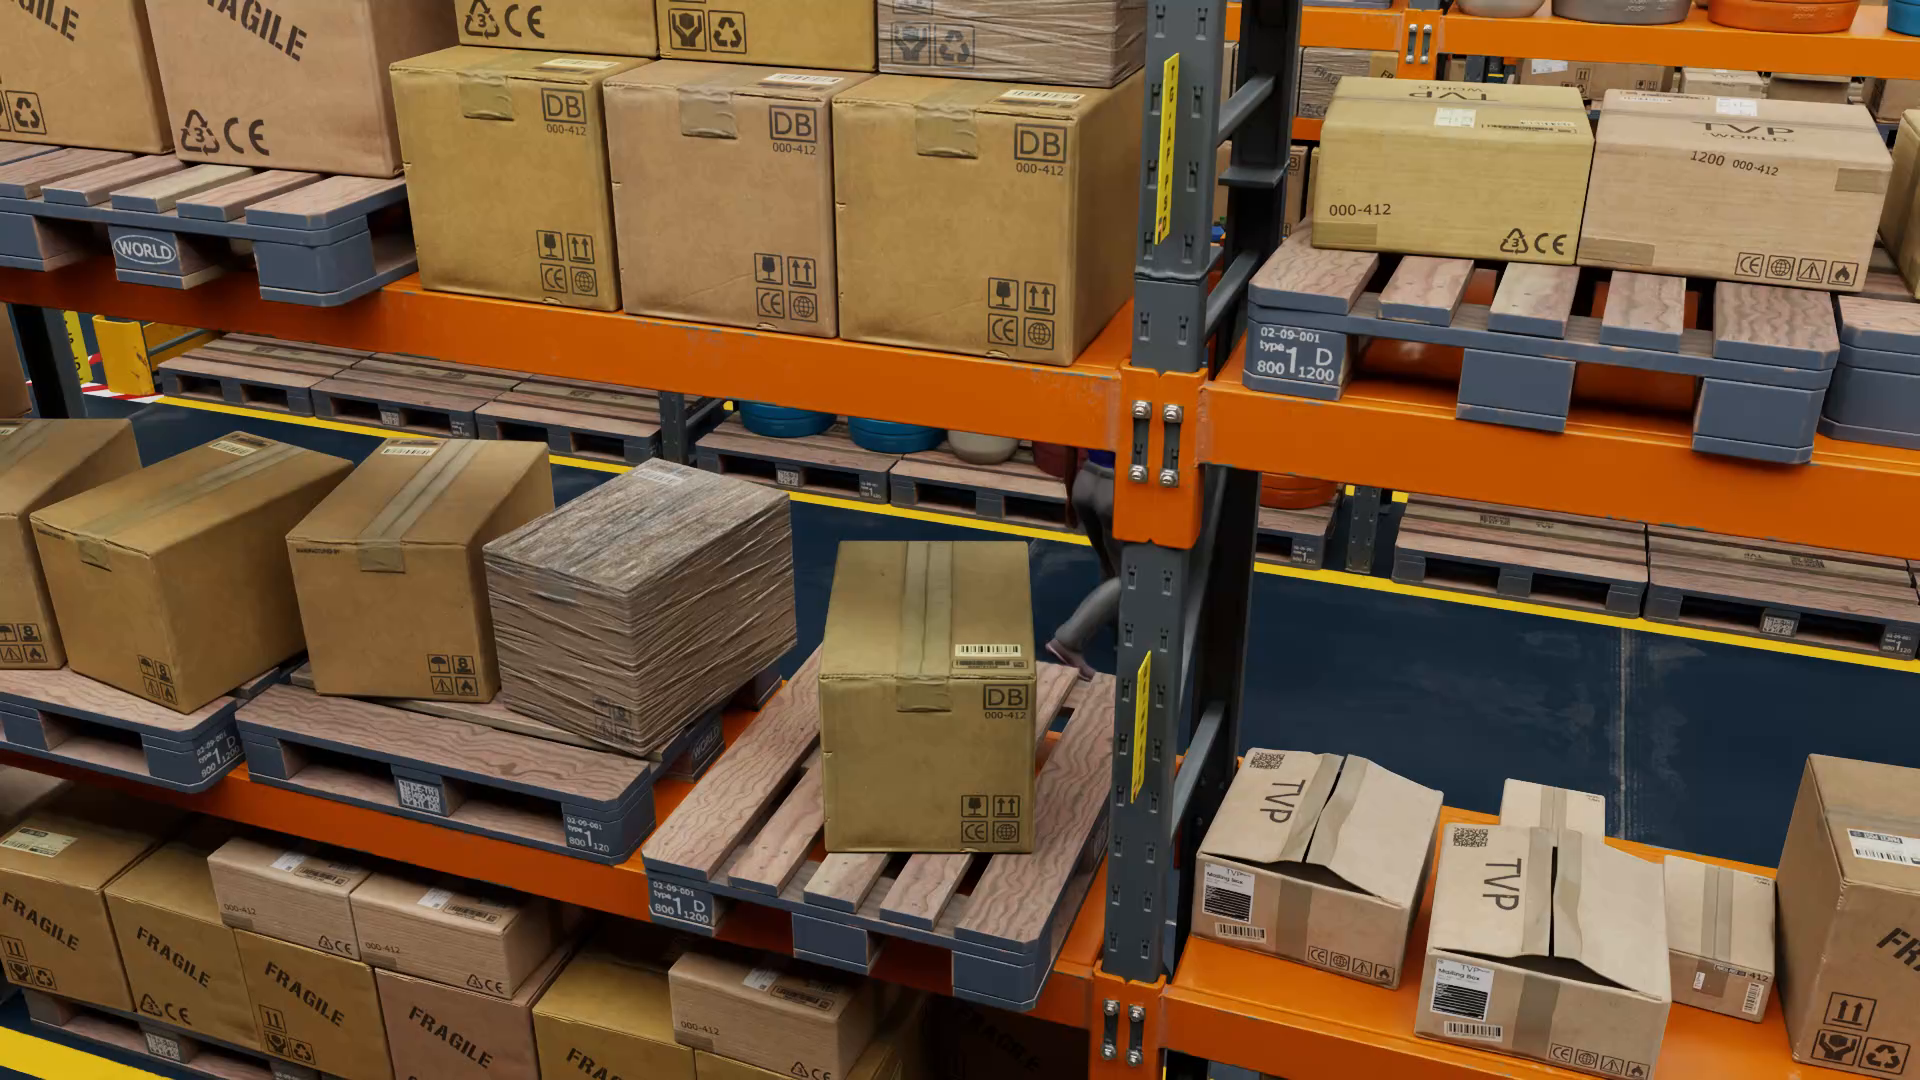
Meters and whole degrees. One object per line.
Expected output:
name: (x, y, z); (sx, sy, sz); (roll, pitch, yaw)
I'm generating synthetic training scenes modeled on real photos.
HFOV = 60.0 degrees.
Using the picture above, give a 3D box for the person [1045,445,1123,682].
person: (0.662, -0.165, 7.443); (0.805, 1.637, 0.519); (-23, 34, -38)
